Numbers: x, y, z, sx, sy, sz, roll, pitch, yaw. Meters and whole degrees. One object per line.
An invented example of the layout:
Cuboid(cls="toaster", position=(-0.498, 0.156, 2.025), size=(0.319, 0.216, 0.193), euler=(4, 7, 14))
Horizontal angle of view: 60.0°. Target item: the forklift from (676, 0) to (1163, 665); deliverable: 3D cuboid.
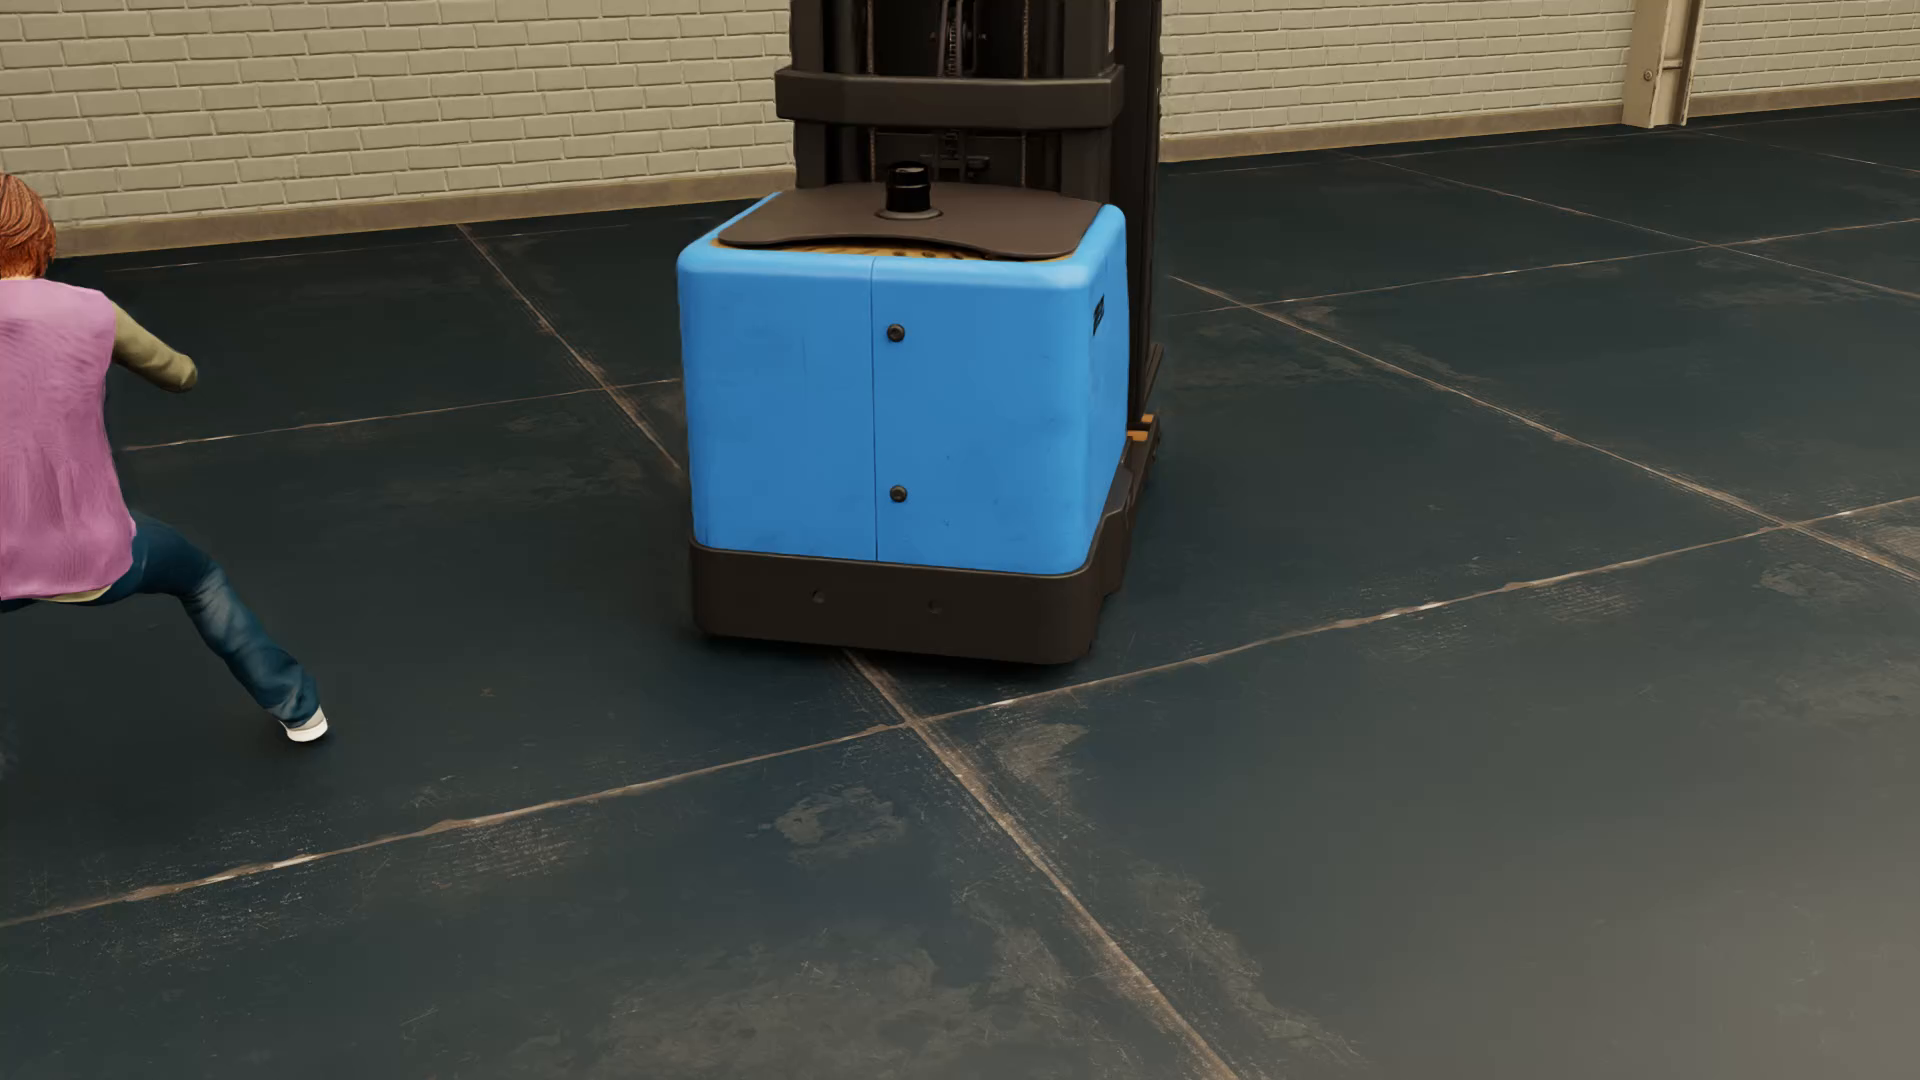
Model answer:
Cuboid(cls="forklift", position=(0.088, -1.576, 5.079), size=(1.130, 2.935, 3.031), euler=(4, 23, 10))

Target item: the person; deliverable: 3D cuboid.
Cuboid(cls="person", position=(-1.947, -0.087, 3.542), size=(0.955, 1.359, 0.658), euler=(-10, 24, -22))
